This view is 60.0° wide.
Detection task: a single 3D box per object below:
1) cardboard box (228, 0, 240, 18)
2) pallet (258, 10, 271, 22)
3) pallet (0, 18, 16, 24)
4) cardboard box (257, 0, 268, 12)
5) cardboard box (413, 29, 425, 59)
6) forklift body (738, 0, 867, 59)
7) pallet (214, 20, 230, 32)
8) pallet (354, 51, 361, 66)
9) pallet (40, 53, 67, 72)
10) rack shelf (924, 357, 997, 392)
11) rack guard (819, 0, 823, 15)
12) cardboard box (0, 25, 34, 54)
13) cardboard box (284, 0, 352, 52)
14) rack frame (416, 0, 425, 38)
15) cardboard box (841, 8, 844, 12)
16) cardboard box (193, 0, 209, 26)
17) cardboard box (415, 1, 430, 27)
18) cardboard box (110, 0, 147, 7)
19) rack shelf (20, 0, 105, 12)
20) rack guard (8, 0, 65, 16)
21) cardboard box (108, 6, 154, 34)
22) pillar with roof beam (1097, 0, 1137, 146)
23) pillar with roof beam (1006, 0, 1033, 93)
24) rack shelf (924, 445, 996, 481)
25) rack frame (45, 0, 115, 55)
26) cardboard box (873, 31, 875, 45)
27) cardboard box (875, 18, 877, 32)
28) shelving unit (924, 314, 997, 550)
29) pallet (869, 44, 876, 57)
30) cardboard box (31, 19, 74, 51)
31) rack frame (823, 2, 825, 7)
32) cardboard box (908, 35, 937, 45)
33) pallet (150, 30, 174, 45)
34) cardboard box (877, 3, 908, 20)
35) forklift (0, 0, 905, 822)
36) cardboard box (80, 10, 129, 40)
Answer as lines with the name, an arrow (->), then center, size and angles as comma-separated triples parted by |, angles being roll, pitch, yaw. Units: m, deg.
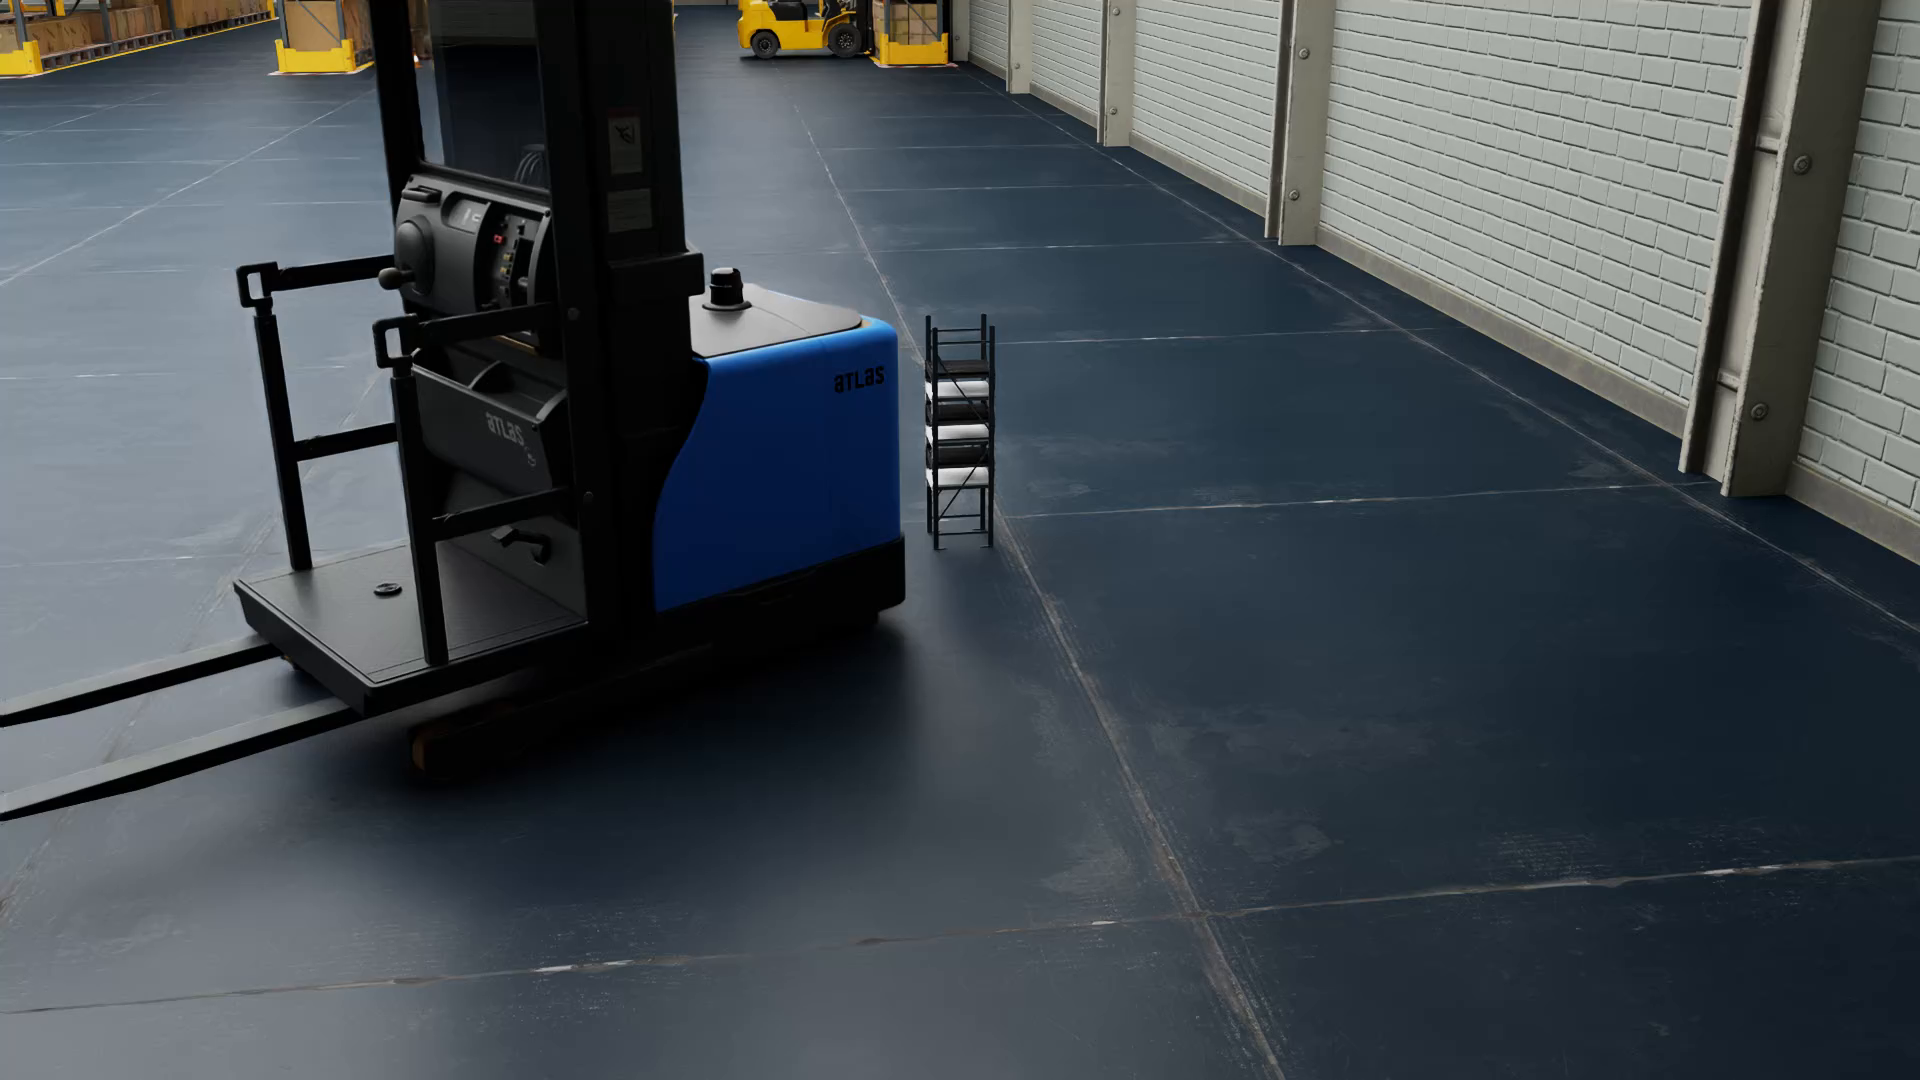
cardboard box -> -17.263, -12.528, 38.408 | 0.875, 0.875, 0.875 | -3, 21, -8
pallet -> -17.631, -12.900, 40.952 | 1.003, 0.211, 1.213 | -3, 21, -8
pallet -> -22.293, -11.790, 37.982 | 1.003, 0.211, 1.213 | -3, 21, -8
cardboard box -> -17.652, -13.463, 40.911 | 0.875, 0.875, 0.875 | -3, 21, -8
cardboard box -> -9.932, -8.884, 29.784 | 0.500, 0.500, 0.500 | 1, 20, 2
forklift body -> -2.878, -9.858, 30.035 | 2.313, 2.155, 1.214 | -3, 21, -8
pallet -> -17.061, -11.524, 37.270 | 1.003, 0.211, 1.213 | -3, 21, -8
pallet -> -10.787, -8.121, 28.158 | 1.003, 0.211, 1.213 | -3, 21, -8
pallet -> -15.611, -7.942, 27.679 | 1.003, 0.211, 1.213 | -3, 21, -8
rack shelf -> -0.001, -0.646, 6.483 | 0.258, 0.077, 0.200 | -3, 21, -8
rack guard -> -3.095, -14.033, 43.574 | 1.175, 0.500, 0.348 | -3, 21, -8
cardboard box -> -15.591, -8.182, 27.308 | 0.500, 0.500, 0.500 | 1, 20, 2
cardboard box -> -10.758, -8.587, 27.857 | 0.875, 0.875, 0.875 | -3, 21, -7
rack frame -> -11.748, -11.924, 34.355 | 1.000, 3.000, 0.127 | -3, 21, -8
cardboard box -> -2.460, -12.156, 37.947 | 0.500, 0.500, 0.500 | -4, 21, -10
cardboard box -> -16.870, -11.459, 35.547 | 1.225, 0.875, 0.875 | -3, 21, -8
cardboard box -> -11.598, -11.208, 35.409 | 0.500, 0.500, 0.500 | -4, 21, -10
cardboard box -> -16.458, -10.682, 32.901 | 0.500, 0.250, 0.500 | -1, 20, -2
rack shelf -> -15.806, -9.295, 28.343 | 1.077, 0.370, 4.000 | -3, 21, -8
rack guard -> -22.741, -13.066, 40.984 | 1.175, 0.500, 0.348 | -3, 21, -8
cardboard box -> -16.462, -10.322, 33.009 | 0.700, 0.500, 0.500 | -5, 21, -12
pillar with roof beam -> -2.538, -8.416, 16.387 | 9.100, 9.000, 0.400 | -3, 21, -8
pillar with roof beam -> -3.403, -10.493, 21.949 | 9.100, 9.000, 0.400 | -3, 21, -8
rack shelf -> -0.001, -0.309, 6.609 | 0.258, 0.077, 0.200 | -3, 21, -8
rack frame -> -16.094, -10.324, 30.071 | 1.000, 3.000, 0.127 | -3, 21, -8
cardboard box -> -1.306, -9.092, 30.103 | 0.500, 0.250, 0.500 | -3, 21, -7
cardboard box -> -1.241, -9.160, 29.570 | 0.500, 0.250, 0.500 | -3, 21, -8
shelving unit -> -0.001, -0.424, 6.566 | 0.258, 0.900, 0.210 | -3, 21, -8
pallet -> -1.124, -9.069, 30.695 | 1.003, 0.211, 1.213 | -3, 21, -8
cardboard box -> -15.819, -8.800, 28.964 | 0.500, 0.500, 0.500 | -5, 21, -13
rack frame -> -3.106, -15.230, 43.207 | 1.000, 3.000, 0.127 | -3, 21, -8
cardboard box -> -0.677, -8.779, 29.264 | 0.500, 0.250, 0.500 | -3, 21, -8
pallet -> -16.560, -10.132, 33.542 | 1.003, 0.211, 1.213 | -3, 21, -8
cardboard box -> -1.175, -9.211, 28.992 | 0.500, 0.250, 0.500 | -2, 21, -6
forklift -> -1.630, -0.879, 4.882 | 3.031, 2.935, 1.130 | -17, 27, -39
cardboard box -> -16.211, -9.739, 31.448 | 0.700, 0.500, 0.500 | -3, 21, -8
